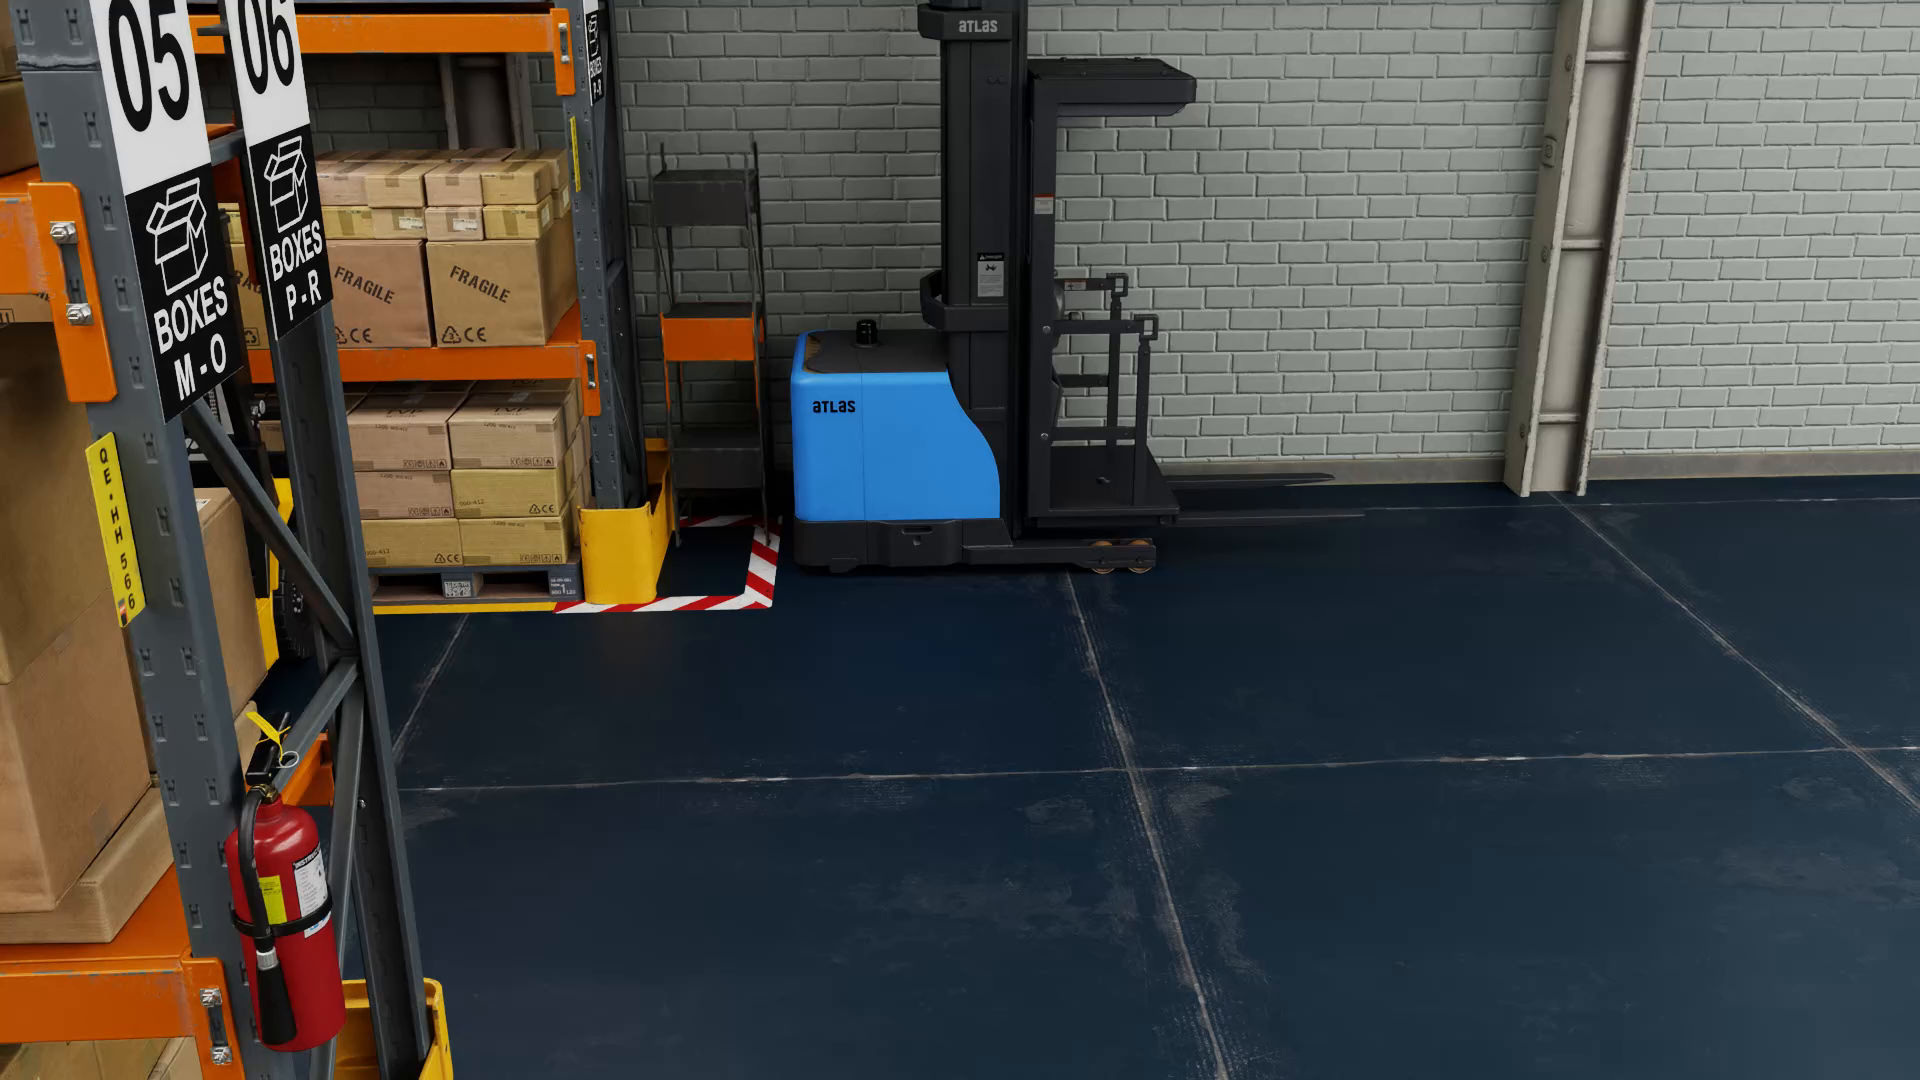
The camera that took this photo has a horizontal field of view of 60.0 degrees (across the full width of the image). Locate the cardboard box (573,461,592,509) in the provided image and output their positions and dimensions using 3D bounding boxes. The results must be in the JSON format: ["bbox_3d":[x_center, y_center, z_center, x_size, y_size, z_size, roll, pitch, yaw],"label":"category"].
[{"bbox_3d":[-2.259,-0.259,8.859,0.500,0.250,0.500,-1,21,-3],"label":"cardboard box"}]

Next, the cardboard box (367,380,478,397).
[{"bbox_3d":[-2.747,-0.713,8.646,0.500,0.250,0.500,-1,21,-3],"label":"cardboard box"}]

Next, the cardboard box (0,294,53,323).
[{"bbox_3d":[-4.269,-1.197,7.909,0.500,0.500,0.500,-1,21,-4],"label":"cardboard box"}]

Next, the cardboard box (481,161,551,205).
[{"bbox_3d":[-2.103,-1.695,7.887,0.250,0.149,0.380,-1,21,-3],"label":"cardboard box"}]

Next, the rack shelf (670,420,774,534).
[{"bbox_3d":[-1.286,-0.347,9.079,0.480,0.518,0.431,0,21,2],"label":"rack shelf"}]

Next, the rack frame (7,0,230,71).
[{"bbox_3d":[-1.470,-2.329,2.590,0.127,3.000,1.000,-1,21,-3],"label":"rack frame"}]

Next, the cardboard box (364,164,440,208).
[{"bbox_3d":[-2.607,-1.664,7.805,0.250,0.149,0.380,-1,21,-2],"label":"cardboard box"}]

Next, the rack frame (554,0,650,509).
[{"bbox_3d":[-1.758,-1.288,8.288,0.127,3.000,1.000,-1,21,-3],"label":"rack frame"}]

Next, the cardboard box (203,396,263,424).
[{"bbox_3d":[-3.718,-0.513,8.121,0.500,0.250,0.500,-2,21,-4],"label":"cardboard box"}]

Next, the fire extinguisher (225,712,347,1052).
[{"bbox_3d":[-1.330,0.673,3.247,0.183,0.674,0.296,-1,21,-3],"label":"fire extinguisher"}]

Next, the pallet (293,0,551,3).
[{"bbox_3d":[-2.465,-2.643,7.757,1.213,0.211,1.003,-1,21,-3],"label":"pallet"}]

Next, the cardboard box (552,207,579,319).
[{"bbox_3d":[-2.268,-1.423,8.503,0.500,0.500,0.500,0,21,-1],"label":"cardboard box"}]

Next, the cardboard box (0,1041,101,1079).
[{"bbox_3d":[-2.255,1.322,3.652,0.500,0.500,0.500,-1,21,-3],"label":"cardboard box"}]

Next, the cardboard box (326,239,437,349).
[{"bbox_3d":[-2.752,-1.224,7.980,0.500,0.500,0.500,-1,21,-1],"label":"cardboard box"}]

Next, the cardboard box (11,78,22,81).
[{"bbox_3d":[-1.820,-0.918,3.454,0.250,0.149,0.380,-1,21,-3],"label":"cardboard box"}]

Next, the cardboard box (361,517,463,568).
[{"bbox_3d":[-2.706,-0.071,8.365,0.500,0.250,0.500,-1,21,-3],"label":"cardboard box"}]

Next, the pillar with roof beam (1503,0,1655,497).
[{"bbox_3d":[3.732,-2.990,4.328,0.400,9.000,9.100,-1,21,-3],"label":"pillar with roof beam"}]

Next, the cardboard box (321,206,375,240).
[{"bbox_3d":[-2.852,-1.531,7.875,0.250,0.149,0.380,-1,21,-3],"label":"cardboard box"}]

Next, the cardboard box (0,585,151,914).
[{"bbox_3d":[-1.997,0.398,3.301,0.500,0.500,0.500,-2,21,-4],"label":"cardboard box"}]

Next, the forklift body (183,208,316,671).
[{"bbox_3d":[-3.547,-0.205,6.636,1.214,2.155,2.313,-1,21,-3],"label":"forklift body"}]

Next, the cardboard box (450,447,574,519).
[{"bbox_3d":[-2.226,-0.312,8.296,0.500,0.250,0.500,-1,21,-4],"label":"cardboard box"}]

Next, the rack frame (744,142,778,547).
[{"bbox_3d":[-1.051,-1.015,8.818,0.015,2.100,0.400,0,21,2],"label":"rack frame"}]

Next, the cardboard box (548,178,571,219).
[{"bbox_3d":[-2.111,-1.723,8.379,0.250,0.149,0.380,-2,21,-4],"label":"cardboard box"}]

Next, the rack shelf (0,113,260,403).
[{"bbox_3d":[-3.467,-0.550,3.145,4.000,0.370,1.077,-1,21,-3],"label":"rack shelf"}]

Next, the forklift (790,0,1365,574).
[{"bbox_3d":[0.627,-1.382,8.632,3.031,2.935,1.130,-1,21,-3],"label":"forklift"}]

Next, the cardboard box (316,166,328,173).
[{"bbox_3d":[-3.114,-1.640,7.744,0.250,0.149,0.380,-1,21,-2],"label":"cardboard box"}]

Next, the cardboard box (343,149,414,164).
[{"bbox_3d":[-2.879,-1.843,8.275,0.250,0.149,0.380,-1,21,-3],"label":"cardboard box"}]

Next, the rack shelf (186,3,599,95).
[{"bbox_3d":[-3.754,-2.313,7.776,4.000,0.370,1.077,-1,21,-3],"label":"rack shelf"}]

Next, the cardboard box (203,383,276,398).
[{"bbox_3d":[-3.759,-0.698,8.608,0.500,0.250,0.500,-2,21,-4],"label":"cardboard box"}]

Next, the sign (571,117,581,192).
[{"bbox_3d":[-1.740,-1.747,7.533,0.005,0.325,0.100,-1,21,-3],"label":"sign"}]

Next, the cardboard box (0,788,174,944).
[{"bbox_3d":[-1.832,0.676,3.483,0.250,0.149,0.380,0,21,-1],"label":"cardboard box"}]

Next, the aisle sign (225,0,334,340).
[{"bbox_3d":[-1.426,-0.851,3.487,0.004,0.787,0.394,-1,21,-3],"label":"aisle sign"}]

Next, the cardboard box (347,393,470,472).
[{"bbox_3d":[-2.709,-0.534,8.177,0.500,0.250,0.500,-1,21,-2],"label":"cardboard box"}]

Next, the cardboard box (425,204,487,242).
[{"bbox_3d":[-2.341,-1.516,7.834,0.250,0.149,0.380,-1,21,-2],"label":"cardboard box"}]

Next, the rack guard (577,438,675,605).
[{"bbox_3d":[-1.734,-0.120,8.735,0.348,0.500,1.175,-1,21,-3],"label":"rack guard"}]

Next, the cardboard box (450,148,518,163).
[{"bbox_3d":[-2.374,-1.863,8.328,0.250,0.149,0.380,0,21,-1],"label":"cardboard box"}]

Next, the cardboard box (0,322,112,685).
[{"bbox_3d":[-1.968,-0.090,3.178,0.500,0.500,0.700,-2,21,-4],"label":"cardboard box"}]

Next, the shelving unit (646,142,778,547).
[{"bbox_3d":[-1.295,-1.014,8.825,0.503,2.100,0.431,0,21,2],"label":"shelving unit"}]
